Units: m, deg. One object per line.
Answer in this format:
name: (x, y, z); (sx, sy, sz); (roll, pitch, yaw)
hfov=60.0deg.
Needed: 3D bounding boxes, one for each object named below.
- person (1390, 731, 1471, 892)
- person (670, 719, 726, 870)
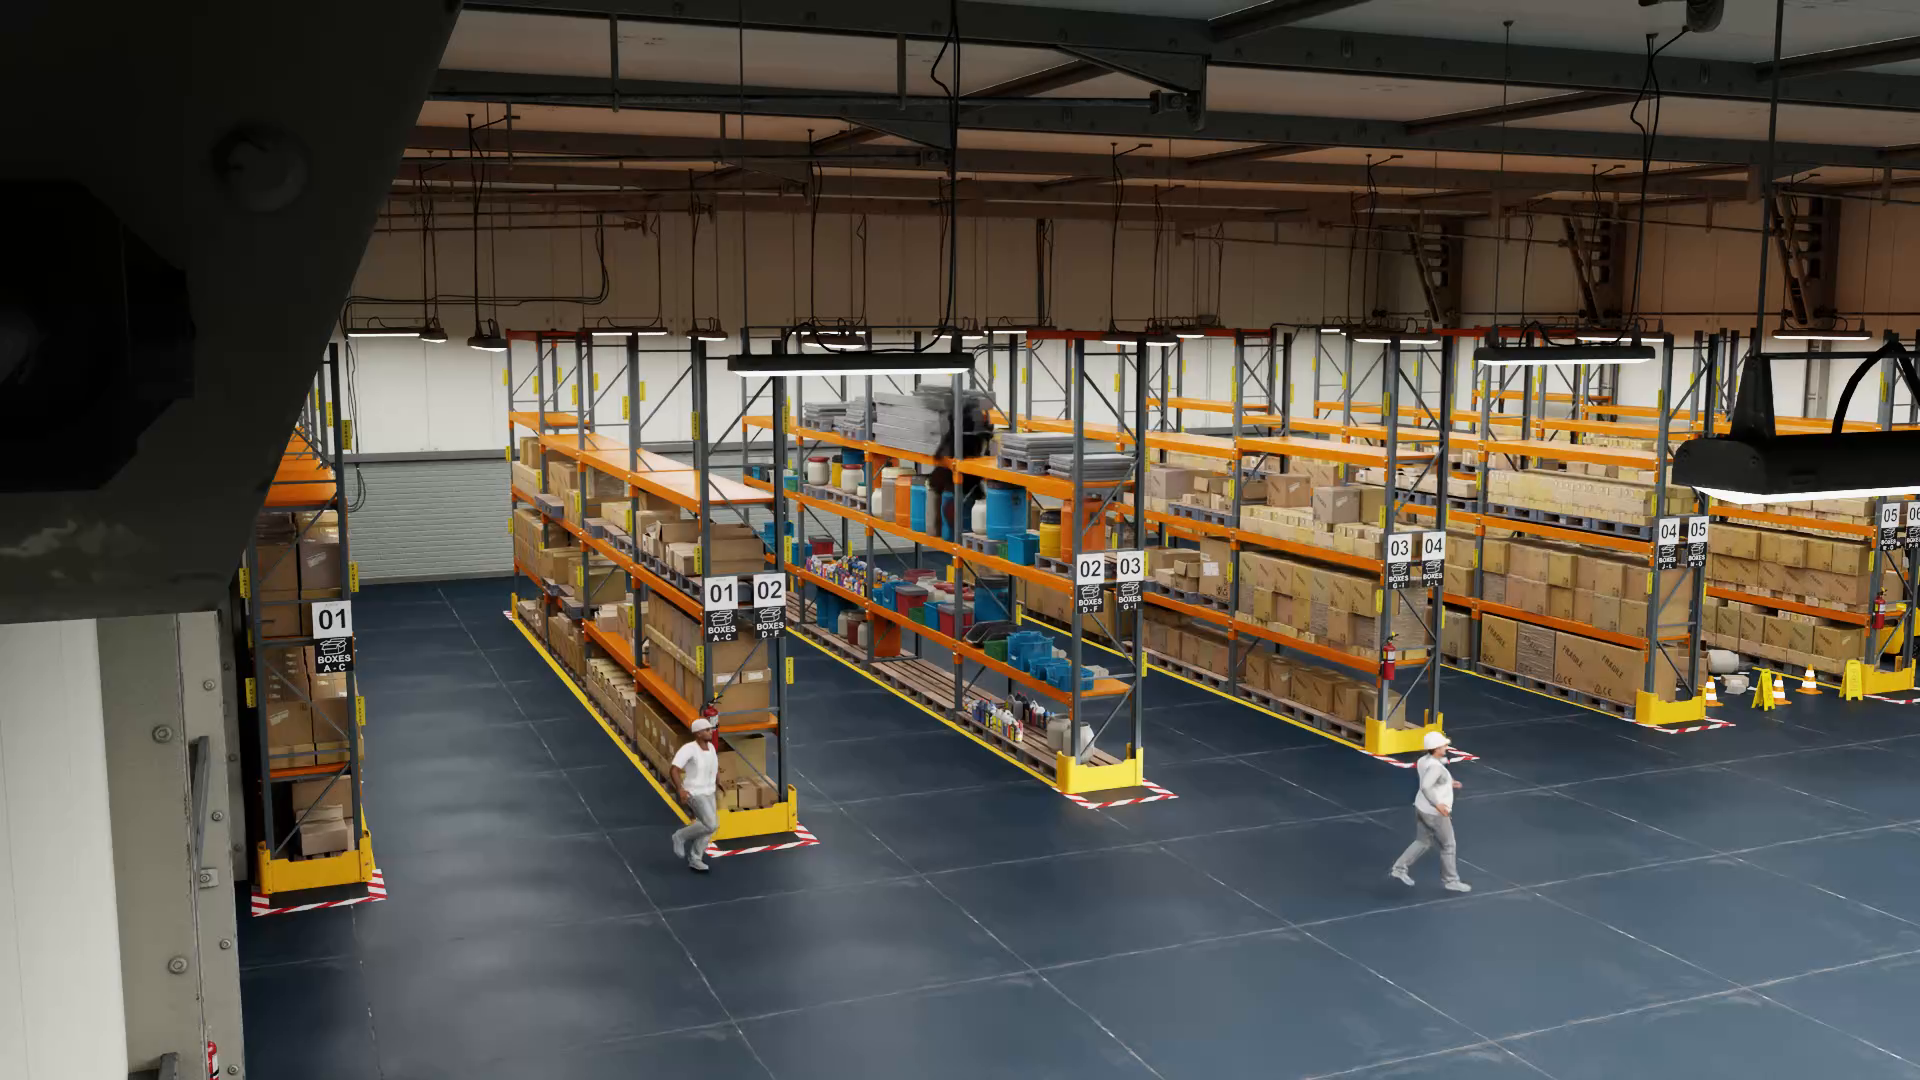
person: (5.178, 2.964, 18.183); (0.872, 1.772, 0.658); (-1, 8, -6)
person: (-2.969, 2.903, 19.148); (0.543, 1.690, 0.745); (4, 9, 26)
